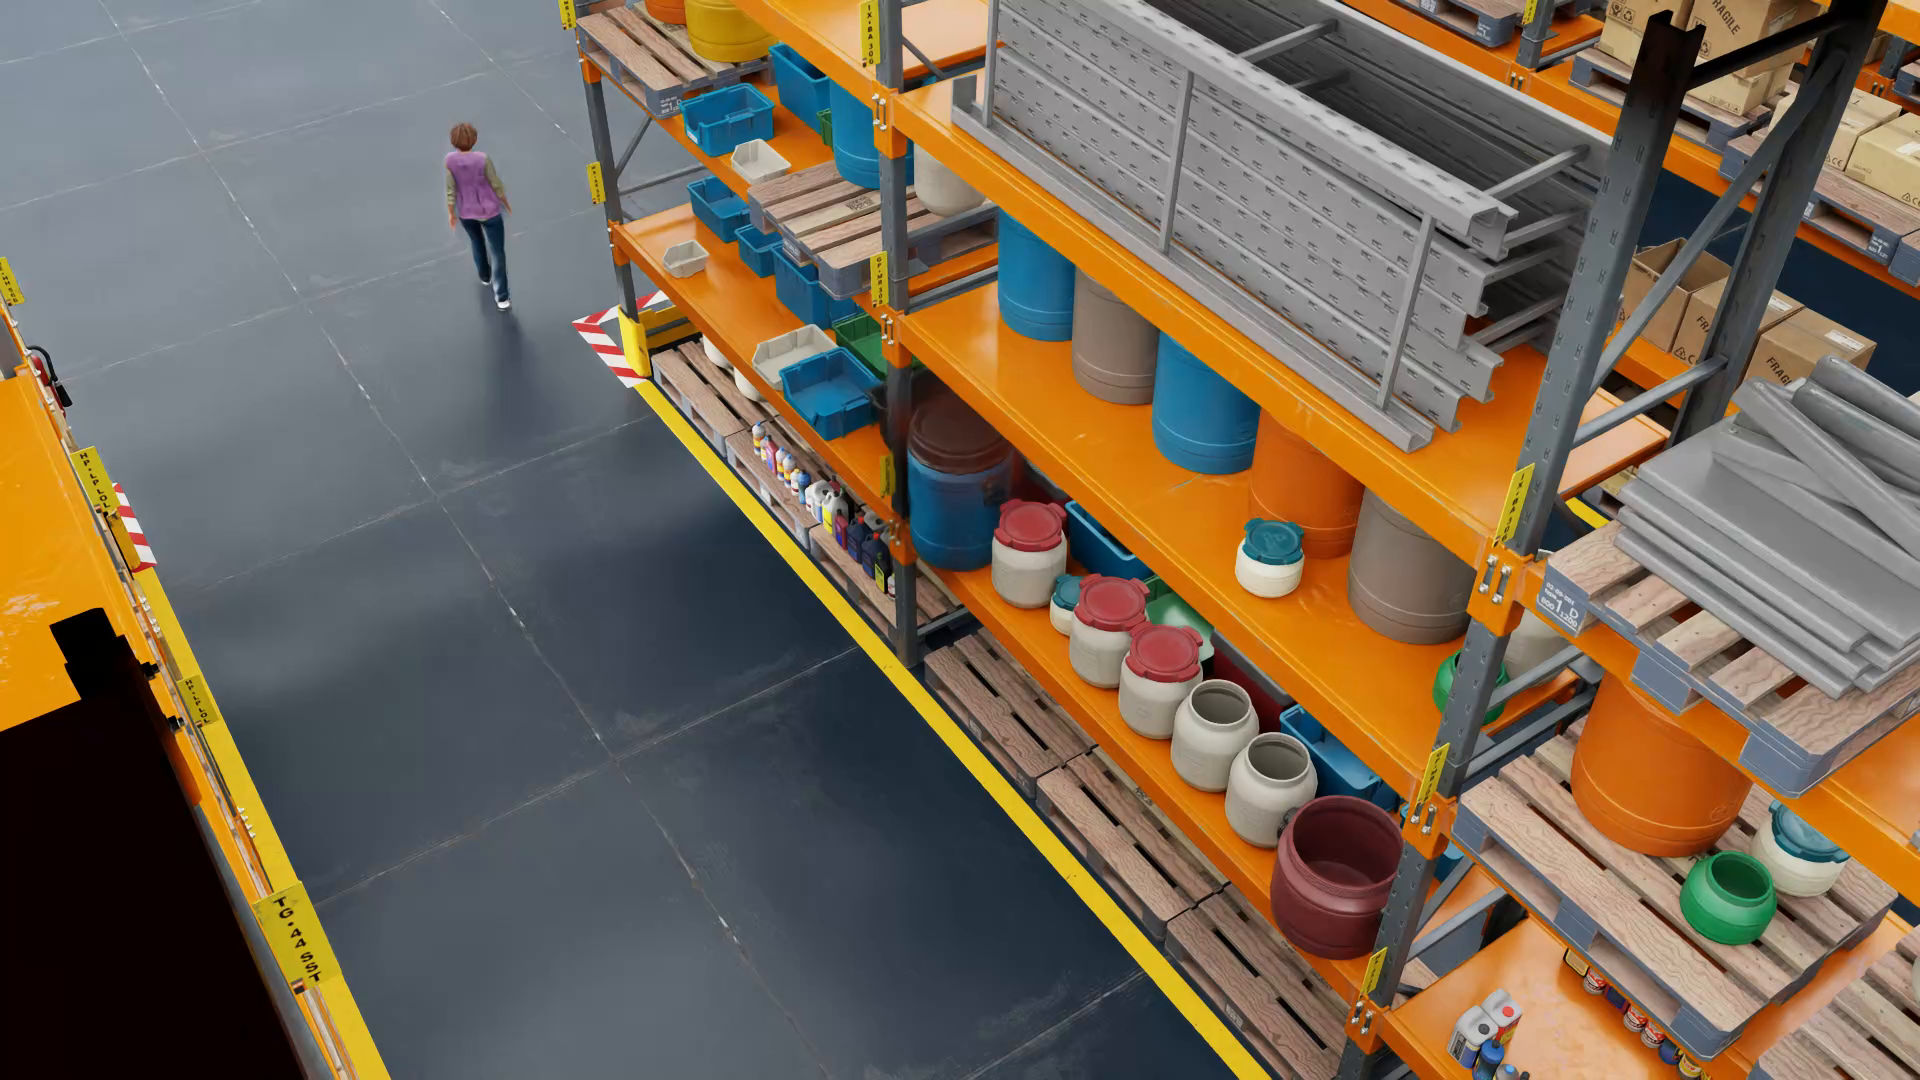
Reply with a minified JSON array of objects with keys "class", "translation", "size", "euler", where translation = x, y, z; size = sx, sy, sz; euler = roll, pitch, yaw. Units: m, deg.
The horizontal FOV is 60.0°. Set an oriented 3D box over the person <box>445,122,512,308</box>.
[{"class":"person","translation":[-3.904,-2.687,13.535],"size":[0.481,1.584,0.643],"euler":[1,43,1]}]
